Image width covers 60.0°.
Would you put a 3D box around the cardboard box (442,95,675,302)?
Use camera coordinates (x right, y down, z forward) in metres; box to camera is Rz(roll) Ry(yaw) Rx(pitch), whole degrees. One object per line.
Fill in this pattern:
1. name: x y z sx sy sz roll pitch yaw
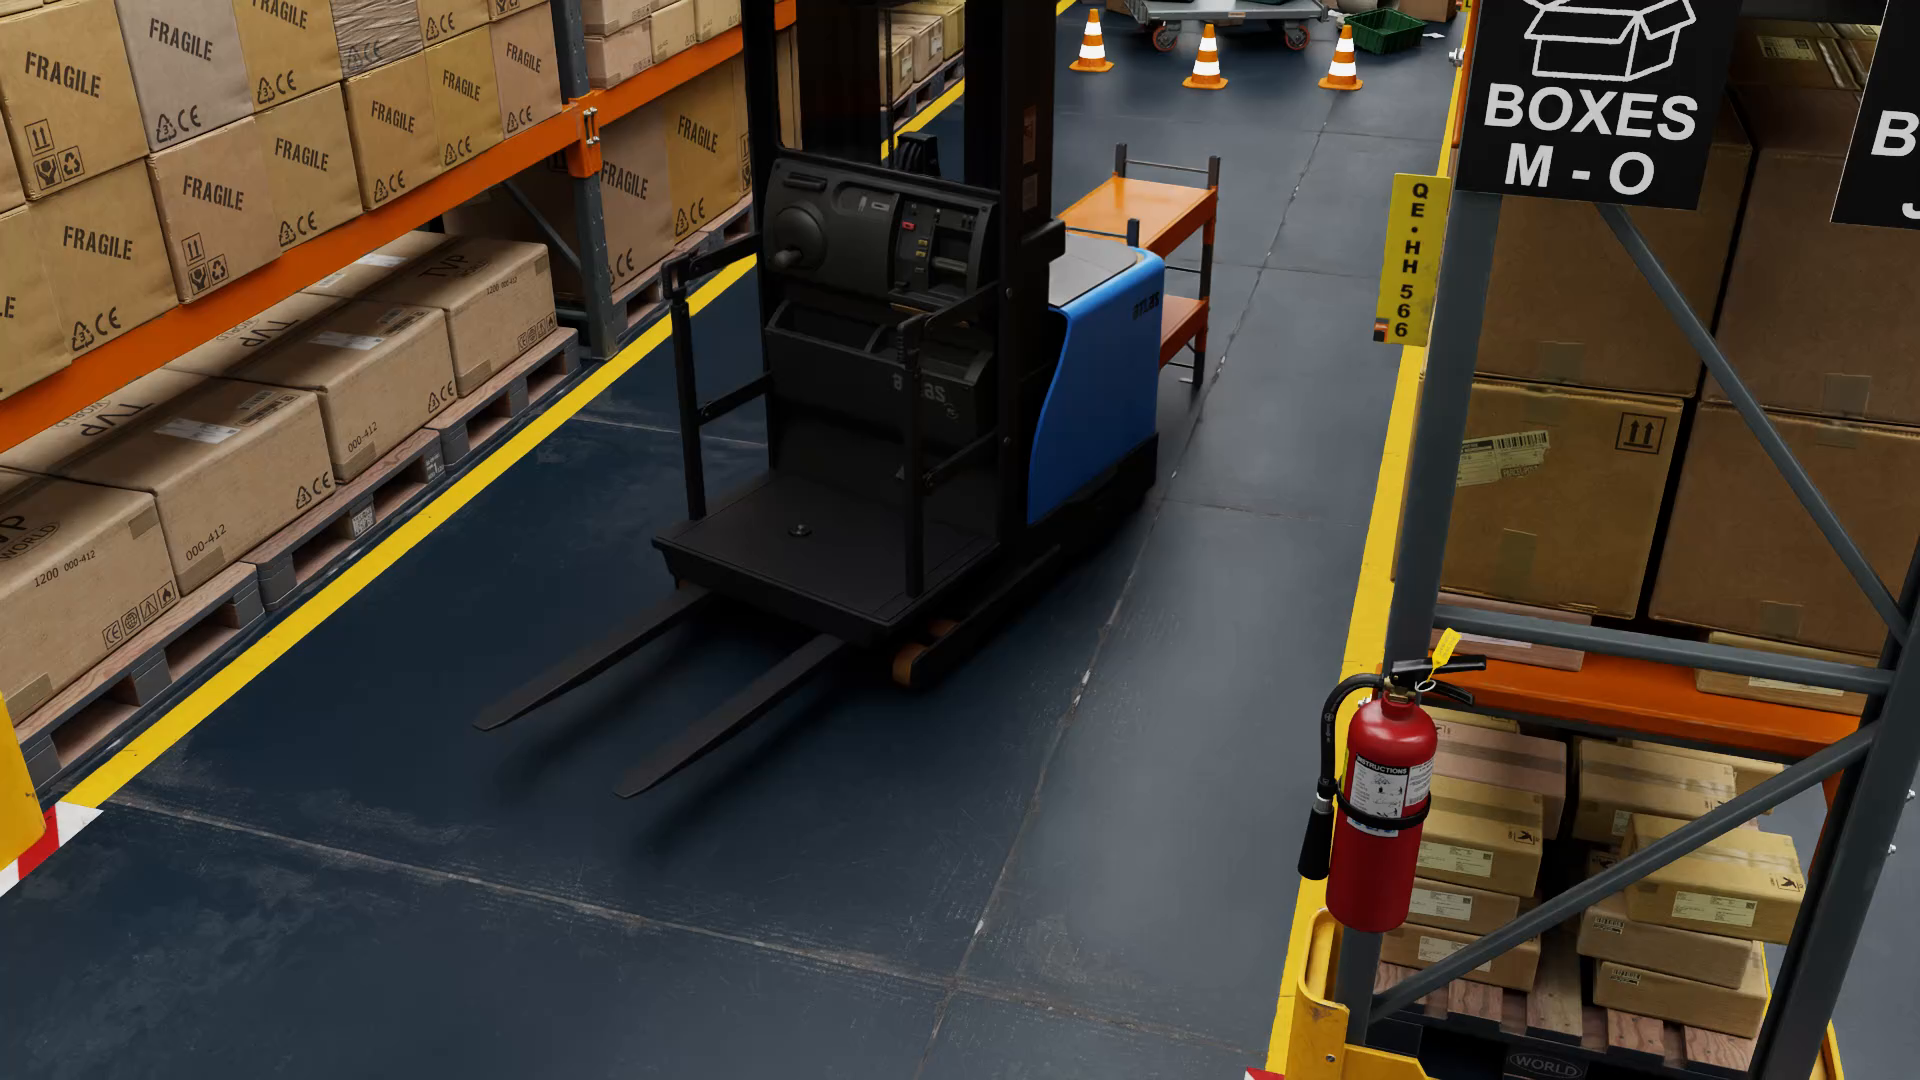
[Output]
1. cardboard box: -2.124 -1.854 8.750 0.875 0.875 0.875 9 30 16

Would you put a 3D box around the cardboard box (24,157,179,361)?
1. cardboard box: -2.867 -0.905 5.189 0.500 0.500 0.500 8 30 14

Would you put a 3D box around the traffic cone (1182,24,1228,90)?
1. traffic cone: 1.964 -3.855 13.203 0.336 0.463 0.334 8 30 15

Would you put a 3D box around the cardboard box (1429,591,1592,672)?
1. cardboard box: 1.183 0.137 3.676 0.380 0.149 0.250 9 30 15

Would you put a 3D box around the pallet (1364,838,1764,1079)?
1. pallet: 1.652 1.030 4.681 1.003 0.211 1.213 8 30 15

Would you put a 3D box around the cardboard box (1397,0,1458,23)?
1. cardboard box: 4.355 -5.134 15.462 0.500 0.500 0.500 14 32 23

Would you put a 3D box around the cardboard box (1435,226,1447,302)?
1. cardboard box: 1.400 -0.439 4.044 0.500 0.500 0.500 8 30 14

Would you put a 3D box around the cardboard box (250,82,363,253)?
1. cardboard box: -2.569 -1.374 6.032 0.500 0.500 0.500 10 30 17

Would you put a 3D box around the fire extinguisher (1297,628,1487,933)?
1. fire extinguisher: 0.843 0.467 3.288 0.296 0.674 0.183 8 30 15

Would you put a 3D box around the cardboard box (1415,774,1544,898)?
1. cardboard box: 1.271 0.739 4.224 0.380 0.149 0.250 9 30 15

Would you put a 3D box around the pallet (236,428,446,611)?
1. pallet: -2.884 -0.169 6.838 1.003 0.211 1.213 8 30 15

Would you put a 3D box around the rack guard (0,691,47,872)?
1. rack guard: -3.411 0.663 5.043 1.175 0.500 0.348 8 30 15

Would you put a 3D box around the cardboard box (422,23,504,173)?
1. cardboard box: -2.267 -1.851 6.889 0.500 0.500 0.500 8 30 14

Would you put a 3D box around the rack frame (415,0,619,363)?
1. rack frame: -2.230 -2.299 7.797 1.000 3.000 0.127 8 30 15

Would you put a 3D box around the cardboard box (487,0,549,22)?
1. cardboard box: -2.104 -2.521 7.065 0.500 0.500 0.500 8 30 14

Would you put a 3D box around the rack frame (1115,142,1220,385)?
1. rack frame: 0.958 -1.309 7.946 0.500 1.125 0.032 14 32 23

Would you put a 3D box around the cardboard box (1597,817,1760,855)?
1. cardboard box: 1.891 0.825 4.375 0.380 0.149 0.250 8 30 15

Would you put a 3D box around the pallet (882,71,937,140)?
1. pallet: -0.825 -3.302 12.469 1.003 0.211 1.213 8 30 15

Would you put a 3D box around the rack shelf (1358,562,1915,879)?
1. rack shelf: 1.945 -0.396 5.116 1.077 0.370 4.000 8 30 15

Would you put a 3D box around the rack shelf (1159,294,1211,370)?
1. rack shelf: 0.732 -0.874 7.667 0.538 0.278 1.000 14 32 23

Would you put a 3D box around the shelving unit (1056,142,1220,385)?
1. shelving unit: 0.732 -1.088 7.548 0.538 1.125 1.048 14 32 23

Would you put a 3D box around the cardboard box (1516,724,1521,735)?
1. cardboard box: 1.391 0.624 4.738 0.380 0.149 0.250 7 30 13

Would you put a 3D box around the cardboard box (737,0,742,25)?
1. cardboard box: -1.377 -3.108 9.406 0.500 0.250 0.500 8 30 14

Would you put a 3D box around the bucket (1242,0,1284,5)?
1. bucket: 2.716 -4.983 14.426 0.726 0.611 0.620 20 45 32

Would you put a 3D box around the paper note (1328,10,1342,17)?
1. paper note: 3.529 -4.949 15.623 0.172 0.023 0.155 20 35 32

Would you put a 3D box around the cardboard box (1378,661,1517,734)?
1. cardboard box: 1.354 0.492 4.668 0.380 0.149 0.250 8 30 14

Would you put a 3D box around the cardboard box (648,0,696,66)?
1. cardboard box: -1.698 -2.641 8.566 0.500 0.250 0.500 8 30 14

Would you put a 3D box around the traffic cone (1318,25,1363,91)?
1. traffic cone: 3.043 -3.841 13.179 0.336 0.463 0.334 8 30 15

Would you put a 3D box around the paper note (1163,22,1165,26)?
1. paper note: 1.905 -4.722 15.207 0.148 0.019 0.142 8 30 15

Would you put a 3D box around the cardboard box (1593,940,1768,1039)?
1. cardboard box: 1.817 1.084 4.217 0.380 0.149 0.250 9 30 16

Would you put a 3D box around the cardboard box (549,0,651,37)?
1. cardboard box: -1.831 -2.616 8.008 0.500 0.250 0.500 8 30 13

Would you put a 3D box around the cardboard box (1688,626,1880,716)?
1. cardboard box: 1.766 0.225 3.518 0.380 0.149 0.250 8 30 14

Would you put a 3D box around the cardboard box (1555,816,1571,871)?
1. cardboard box: 1.882 0.834 4.666 0.380 0.149 0.250 9 30 15

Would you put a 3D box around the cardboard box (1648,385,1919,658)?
1. cardboard box: 1.754 -0.124 3.478 0.500 0.500 0.500 10 31 17

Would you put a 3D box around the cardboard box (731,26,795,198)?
1. cardboard box: -1.604 -2.690 10.254 0.875 0.875 0.875 9 30 15

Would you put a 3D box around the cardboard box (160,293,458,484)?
1. cardboard box: -2.779 -0.670 7.073 0.875 0.438 0.875 8 30 13

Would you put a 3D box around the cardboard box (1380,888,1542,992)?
1. cardboard box: 1.313 1.007 4.355 0.380 0.149 0.250 9 30 16

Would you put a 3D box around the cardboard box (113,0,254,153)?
1. cardboard box: -2.702 -1.585 5.382 0.500 0.500 0.500 8 30 14

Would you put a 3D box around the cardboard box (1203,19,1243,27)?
1. cardboard box: 2.409 -4.894 15.275 0.258 0.266 0.396 -12 31 -20

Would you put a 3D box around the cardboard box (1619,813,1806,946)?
1. cardboard box: 1.836 0.826 4.067 0.380 0.149 0.250 7 30 13

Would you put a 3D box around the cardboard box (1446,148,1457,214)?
1. cardboard box: 1.547 -1.118 4.237 0.500 0.500 0.500 10 31 17

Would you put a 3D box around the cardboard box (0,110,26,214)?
1. cardboard box: -2.991 -1.103 4.516 0.500 0.500 0.500 8 30 14

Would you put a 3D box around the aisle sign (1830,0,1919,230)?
1. aisle sign: 1.623 -0.840 2.501 0.394 0.787 0.004 8 30 15

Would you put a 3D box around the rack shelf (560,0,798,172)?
1. rack shelf: -1.643 -2.914 9.643 1.077 0.370 4.000 8 30 15

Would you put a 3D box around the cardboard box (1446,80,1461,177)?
1. cardboard box: 1.825 -1.159 5.340 0.500 0.500 0.500 8 30 14

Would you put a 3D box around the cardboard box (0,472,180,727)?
1. cardboard box: -3.306 0.175 5.554 0.875 0.438 0.875 7 30 13

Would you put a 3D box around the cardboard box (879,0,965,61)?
1. cardboard box: -0.443 -4.150 13.396 0.950 0.372 0.625 10 30 17

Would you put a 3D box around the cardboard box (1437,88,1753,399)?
1. cardboard box: 1.254 -0.640 3.377 0.500 0.500 0.500 8 30 14

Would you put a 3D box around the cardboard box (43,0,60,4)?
1. cardboard box: -2.780 -1.691 4.906 0.380 0.149 0.250 8 30 13

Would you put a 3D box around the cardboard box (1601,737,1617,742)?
1. cardboard box: 2.058 0.595 4.789 0.380 0.149 0.250 9 30 16

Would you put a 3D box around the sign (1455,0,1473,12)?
1. sign: 2.000 -2.223 6.470 0.100 0.325 0.005 8 30 15

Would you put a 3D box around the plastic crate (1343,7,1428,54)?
1. plastic crate: 3.679 -4.422 14.446 0.662 0.188 0.450 -24 47 -37

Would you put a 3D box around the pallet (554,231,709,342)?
1. pallet: -2.075 -1.450 9.139 1.003 0.211 1.213 8 30 15

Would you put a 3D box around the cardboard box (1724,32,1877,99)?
1. cardboard box: 1.885 -0.798 3.661 0.500 0.500 0.500 9 30 16

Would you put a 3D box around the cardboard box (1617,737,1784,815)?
1. cardboard box: 1.999 0.582 4.506 0.380 0.149 0.250 8 30 15

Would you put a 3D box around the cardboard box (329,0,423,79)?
1. cardboard box: -2.402 -2.049 6.216 0.500 0.500 0.500 9 30 16

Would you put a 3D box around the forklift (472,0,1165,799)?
1. forklift: -0.414 -1.022 5.571 1.130 2.935 3.031 18 34 29

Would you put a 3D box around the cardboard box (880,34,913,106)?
1. cardboard box: -0.880 -3.454 12.145 0.950 0.372 0.625 6 30 11
